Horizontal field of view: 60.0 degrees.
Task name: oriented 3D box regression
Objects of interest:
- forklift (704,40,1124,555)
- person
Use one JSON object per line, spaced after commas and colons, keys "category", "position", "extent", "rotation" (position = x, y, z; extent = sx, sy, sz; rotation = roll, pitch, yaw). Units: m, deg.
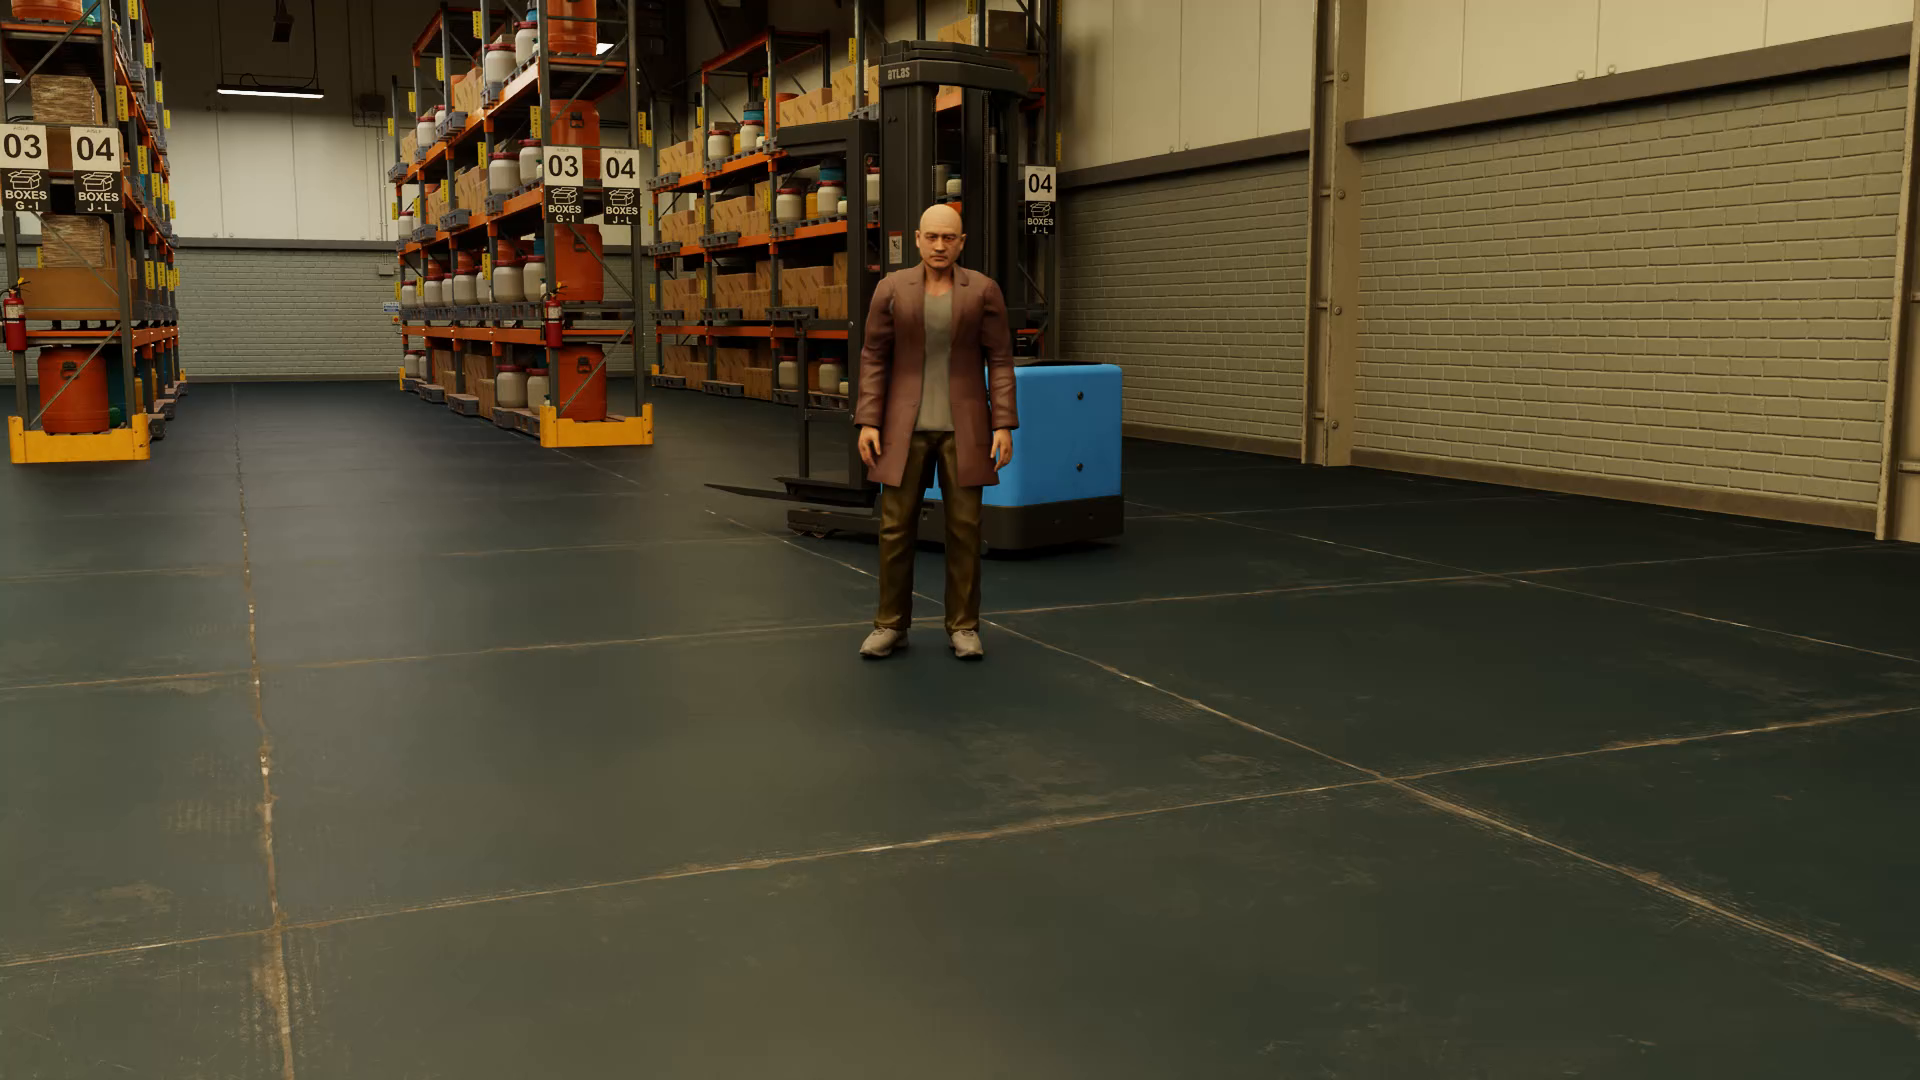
{"category": "forklift", "position": [-0.436, -1.509, 10.383], "extent": [3.031, 2.935, 1.130], "rotation": [7, 10, 44]}
{"category": "person", "position": [-0.093, -0.428, 6.611], "extent": [0.656, 1.774, 0.424], "rotation": [0, 8, 1]}
